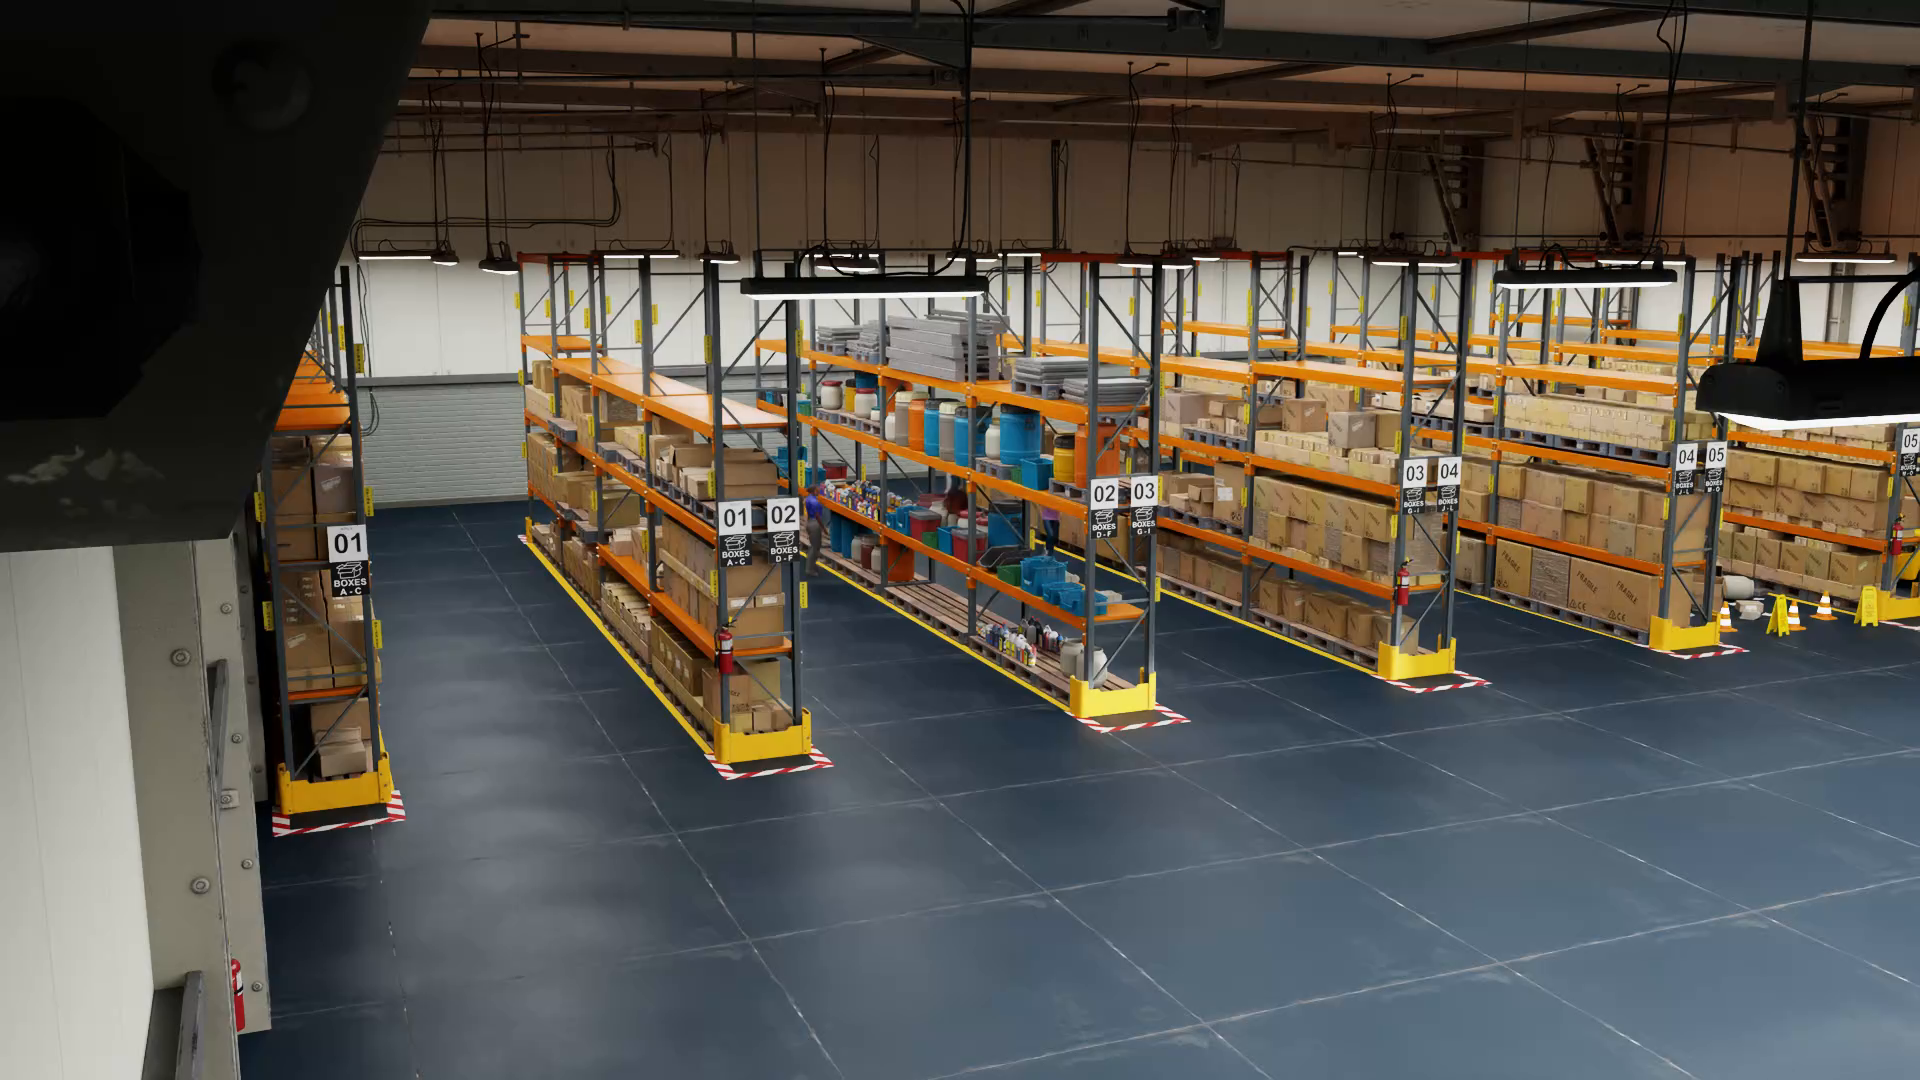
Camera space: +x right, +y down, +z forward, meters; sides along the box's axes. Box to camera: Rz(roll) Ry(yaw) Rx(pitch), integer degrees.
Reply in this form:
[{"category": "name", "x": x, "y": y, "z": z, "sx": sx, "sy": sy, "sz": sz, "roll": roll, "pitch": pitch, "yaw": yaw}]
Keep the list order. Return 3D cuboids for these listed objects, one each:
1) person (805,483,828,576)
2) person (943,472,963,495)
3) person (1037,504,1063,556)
[{"category": "person", "x": -2.651, "y": -0.205, "z": 30.131, "sx": 0.441, "sy": 1.681, "sz": 0.527, "roll": -3, "pitch": 11, "yaw": -18}, {"category": "person", "x": -0.138, "y": -1.958, "z": 41.111, "sx": 0.478, "sy": 1.620, "sz": 1.019, "roll": 2, "pitch": 11, "yaw": 10}, {"category": "person", "x": 1.740, "y": -0.340, "z": 31.406, "sx": 0.509, "sy": 1.453, "sz": 0.601, "roll": -4, "pitch": 11, "yaw": -19}]
